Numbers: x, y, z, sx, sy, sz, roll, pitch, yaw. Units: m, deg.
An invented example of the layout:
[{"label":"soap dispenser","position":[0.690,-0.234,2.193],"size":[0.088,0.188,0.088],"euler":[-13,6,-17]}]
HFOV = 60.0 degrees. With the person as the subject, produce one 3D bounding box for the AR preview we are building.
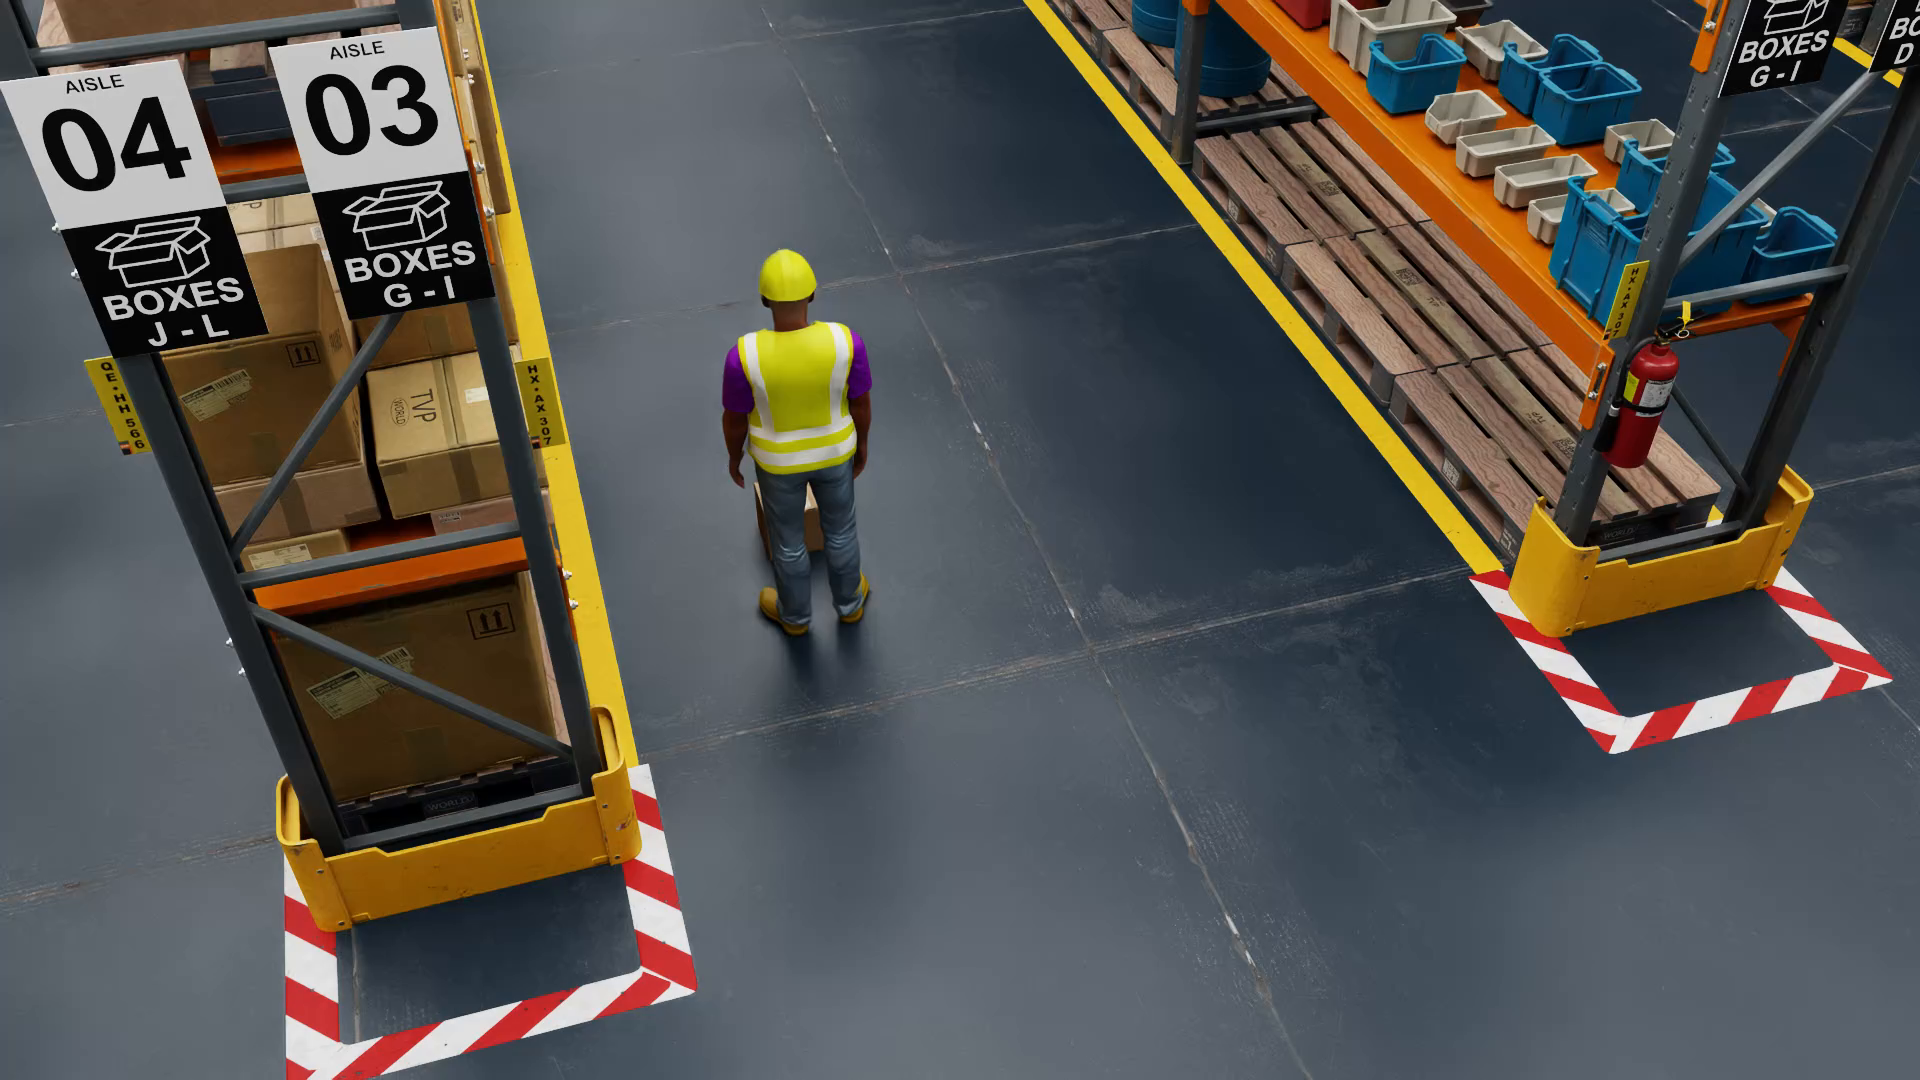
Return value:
[{"label":"person","position":[-0.632,-0.357,6.533],"size":[0.576,1.770,0.355],"euler":[-10,43,-11]}]
